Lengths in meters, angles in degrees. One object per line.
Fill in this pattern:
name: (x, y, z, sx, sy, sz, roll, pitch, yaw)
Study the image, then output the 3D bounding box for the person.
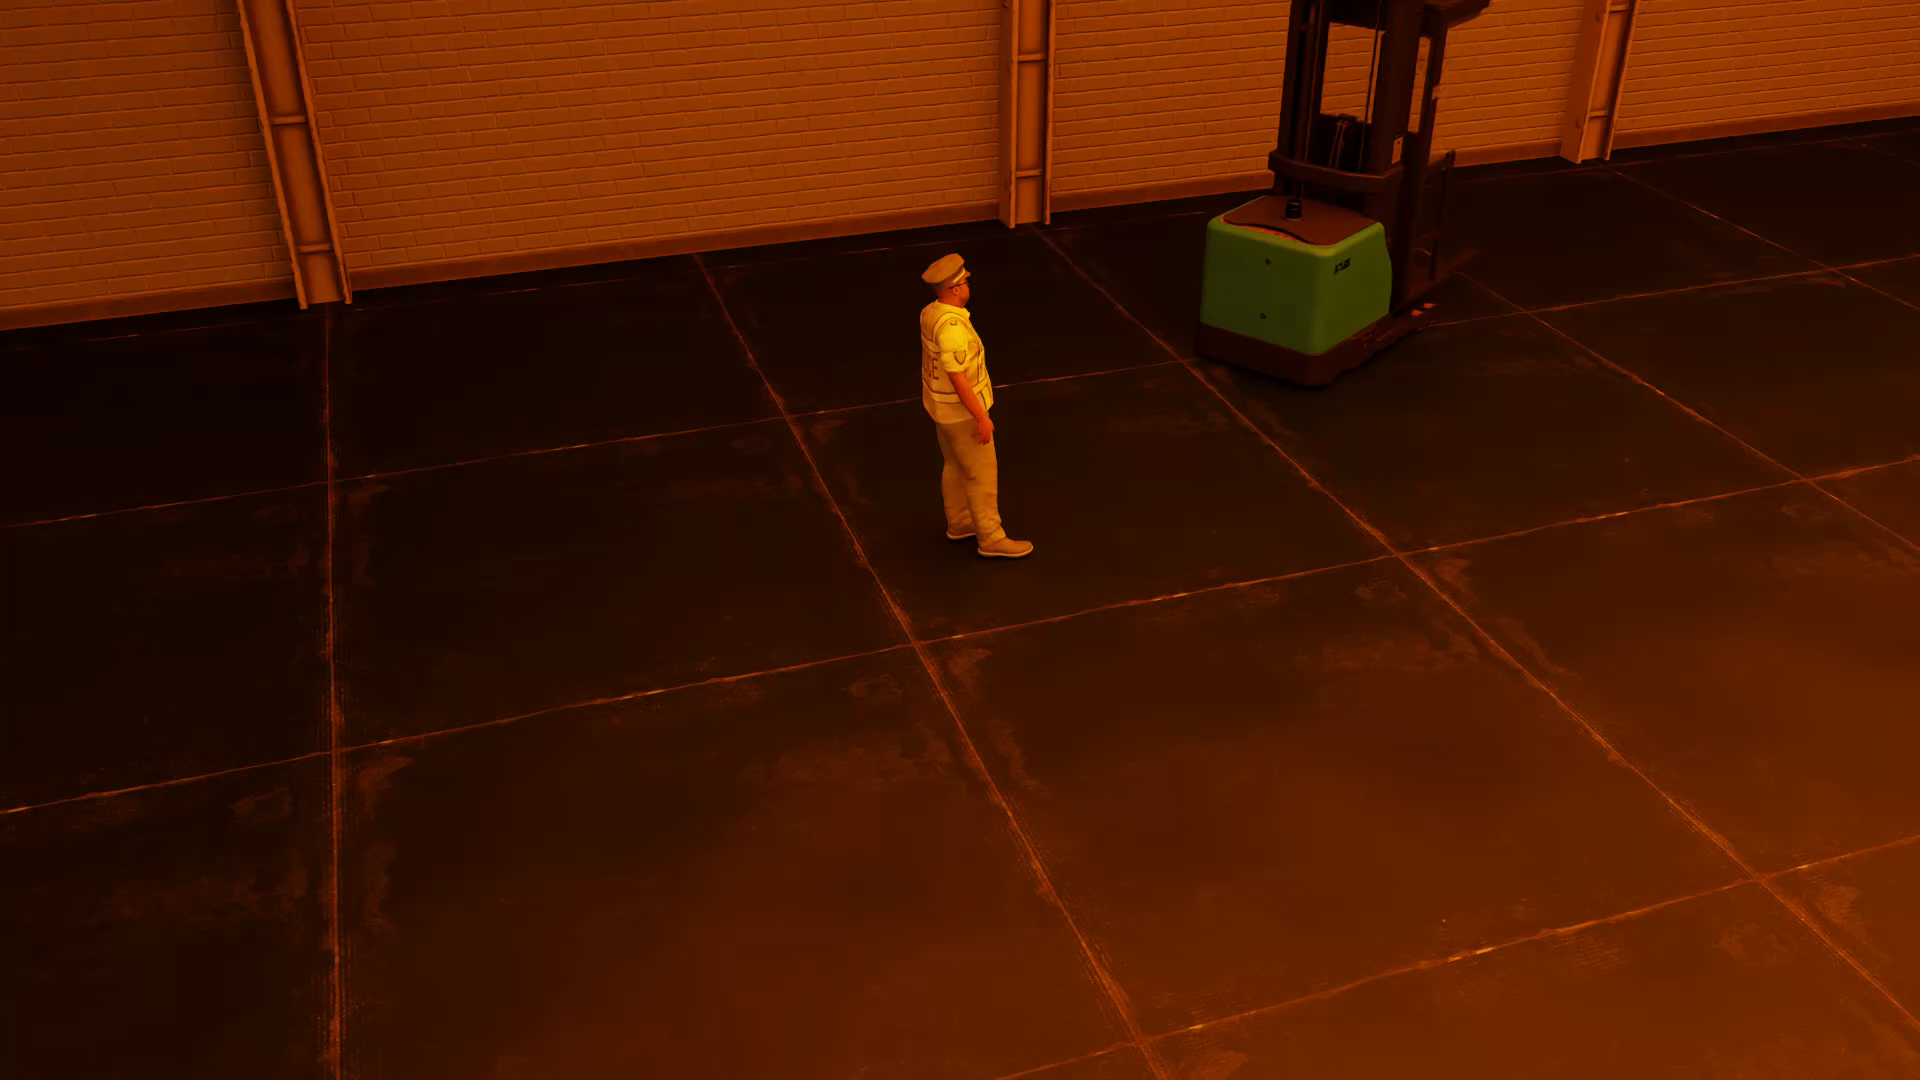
person: (0.078, -0.786, 9.590, 0.574, 1.780, 0.641, -10, 31, -16)

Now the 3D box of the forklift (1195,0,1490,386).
forklift: (3.080, -3.018, 12.332, 1.130, 2.935, 3.031, 23, 37, 34)
